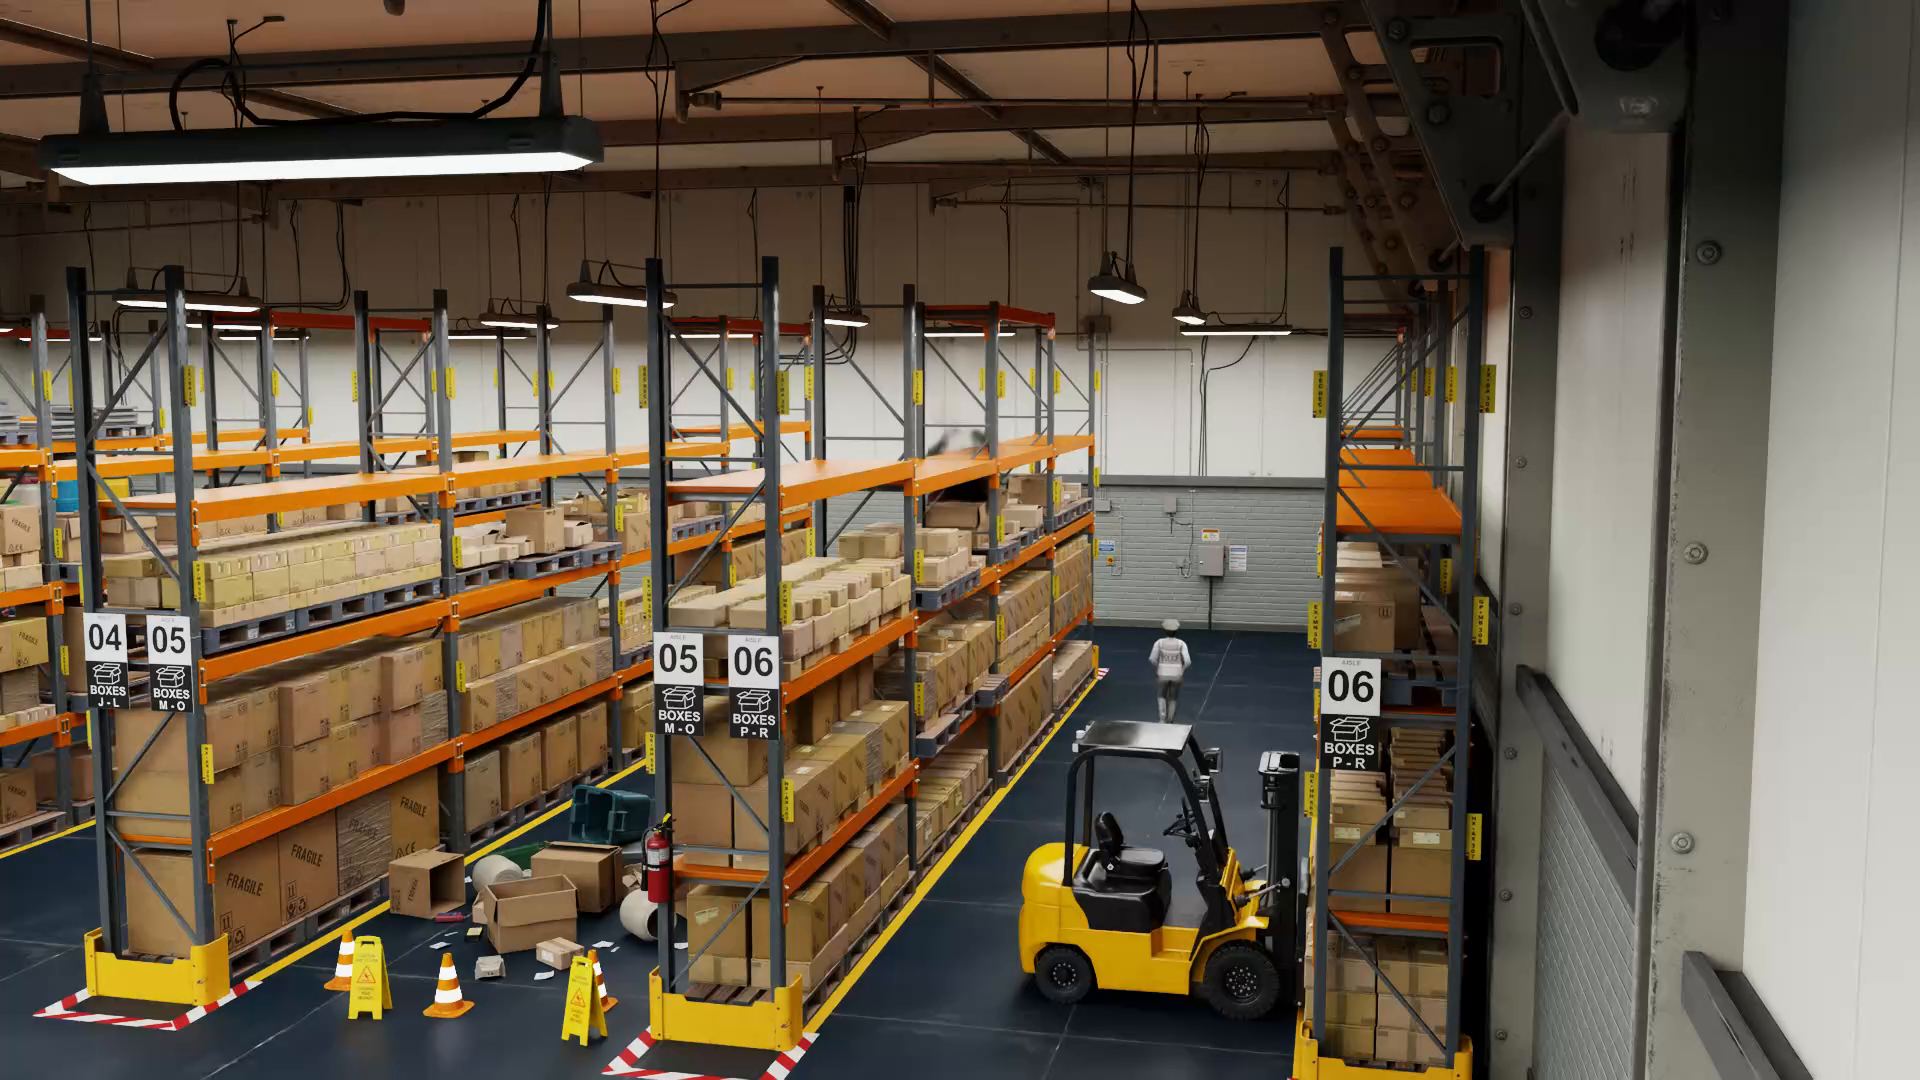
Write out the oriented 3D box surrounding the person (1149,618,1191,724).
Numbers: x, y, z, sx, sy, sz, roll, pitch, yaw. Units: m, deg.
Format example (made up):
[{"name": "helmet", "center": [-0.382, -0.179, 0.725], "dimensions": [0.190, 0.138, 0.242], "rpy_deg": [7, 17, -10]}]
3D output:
[{"name": "person", "center": [2.990, 1.946, 23.723], "dimensions": [0.599, 1.652, 0.543], "rpy_deg": [1, 6, 8]}]
